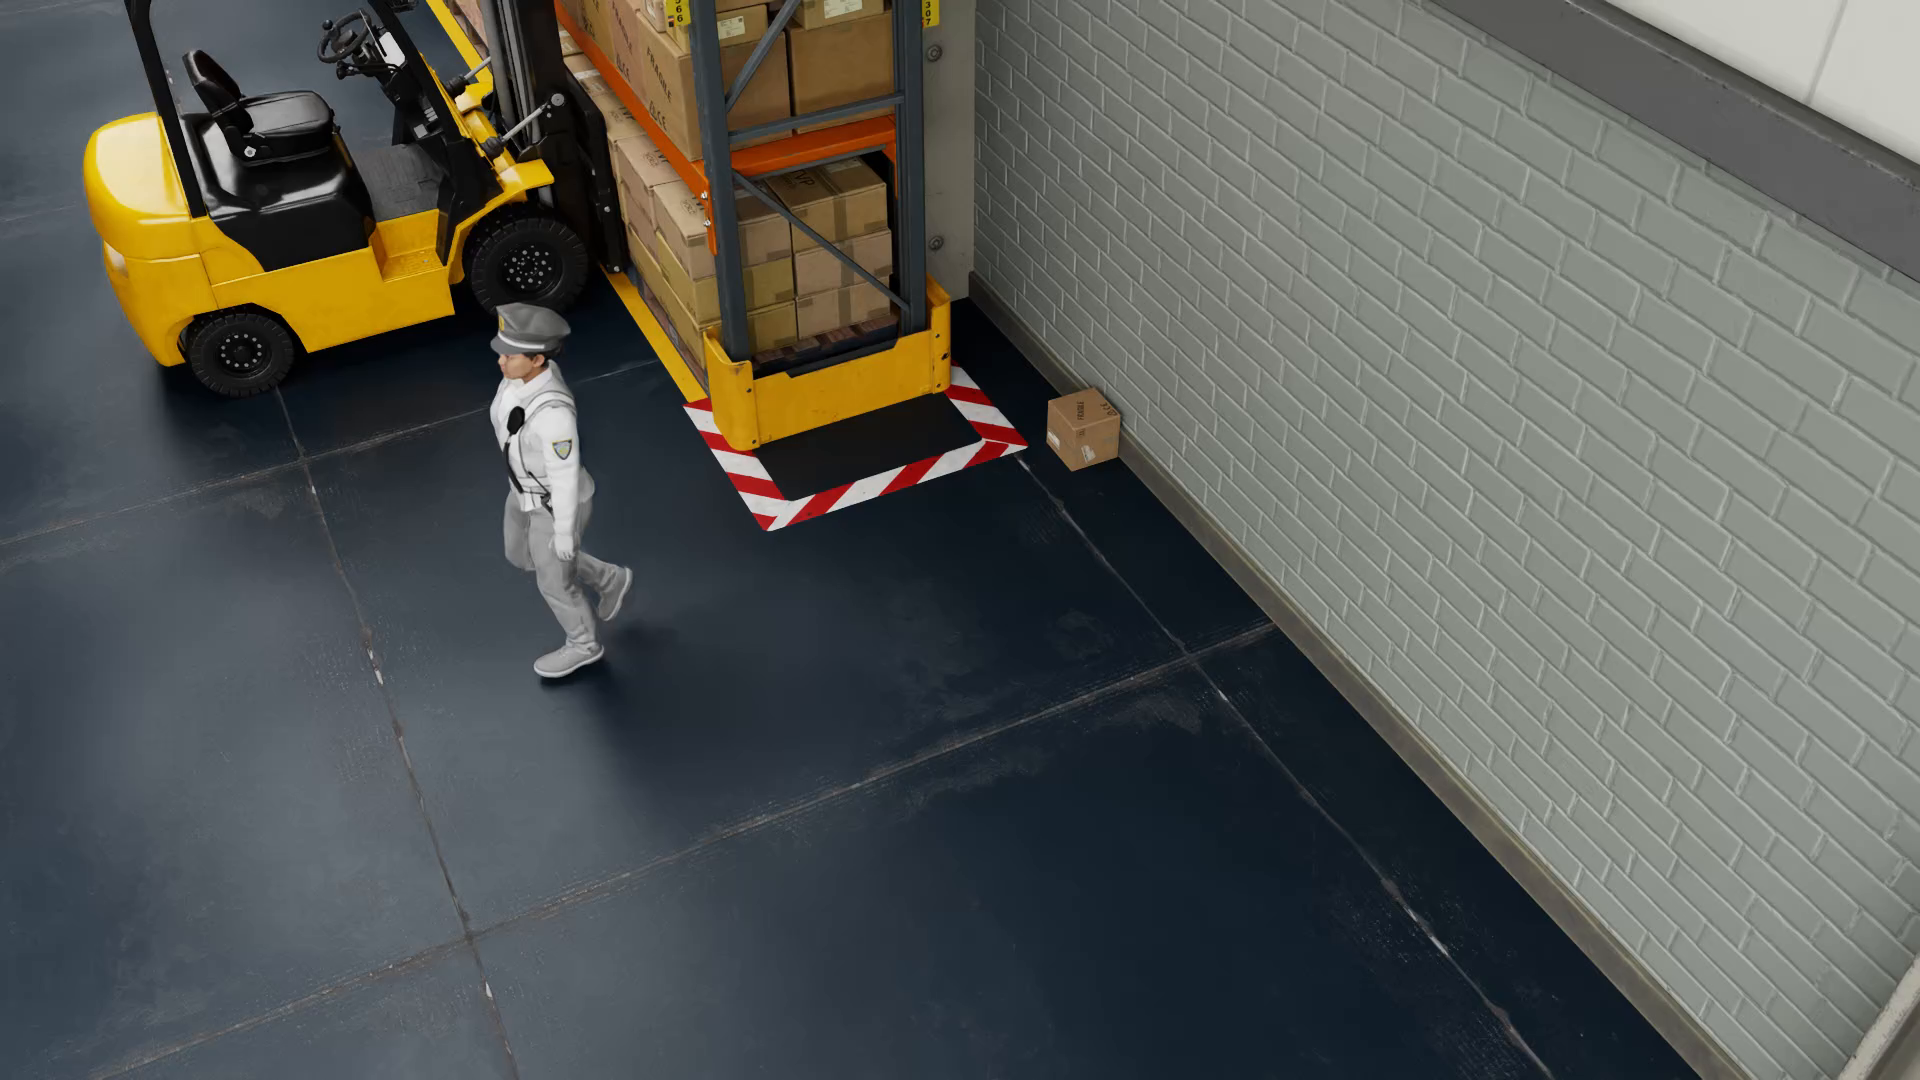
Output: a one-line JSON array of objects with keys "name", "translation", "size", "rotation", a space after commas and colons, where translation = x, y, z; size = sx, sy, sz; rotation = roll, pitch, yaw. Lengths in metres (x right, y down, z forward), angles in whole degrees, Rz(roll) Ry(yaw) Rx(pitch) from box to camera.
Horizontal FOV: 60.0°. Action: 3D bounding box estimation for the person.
[{"name": "person", "translation": [-1.519, -0.175, 6.293], "size": [0.482, 1.682, 0.498], "rotation": [-18, 45, -20]}]
